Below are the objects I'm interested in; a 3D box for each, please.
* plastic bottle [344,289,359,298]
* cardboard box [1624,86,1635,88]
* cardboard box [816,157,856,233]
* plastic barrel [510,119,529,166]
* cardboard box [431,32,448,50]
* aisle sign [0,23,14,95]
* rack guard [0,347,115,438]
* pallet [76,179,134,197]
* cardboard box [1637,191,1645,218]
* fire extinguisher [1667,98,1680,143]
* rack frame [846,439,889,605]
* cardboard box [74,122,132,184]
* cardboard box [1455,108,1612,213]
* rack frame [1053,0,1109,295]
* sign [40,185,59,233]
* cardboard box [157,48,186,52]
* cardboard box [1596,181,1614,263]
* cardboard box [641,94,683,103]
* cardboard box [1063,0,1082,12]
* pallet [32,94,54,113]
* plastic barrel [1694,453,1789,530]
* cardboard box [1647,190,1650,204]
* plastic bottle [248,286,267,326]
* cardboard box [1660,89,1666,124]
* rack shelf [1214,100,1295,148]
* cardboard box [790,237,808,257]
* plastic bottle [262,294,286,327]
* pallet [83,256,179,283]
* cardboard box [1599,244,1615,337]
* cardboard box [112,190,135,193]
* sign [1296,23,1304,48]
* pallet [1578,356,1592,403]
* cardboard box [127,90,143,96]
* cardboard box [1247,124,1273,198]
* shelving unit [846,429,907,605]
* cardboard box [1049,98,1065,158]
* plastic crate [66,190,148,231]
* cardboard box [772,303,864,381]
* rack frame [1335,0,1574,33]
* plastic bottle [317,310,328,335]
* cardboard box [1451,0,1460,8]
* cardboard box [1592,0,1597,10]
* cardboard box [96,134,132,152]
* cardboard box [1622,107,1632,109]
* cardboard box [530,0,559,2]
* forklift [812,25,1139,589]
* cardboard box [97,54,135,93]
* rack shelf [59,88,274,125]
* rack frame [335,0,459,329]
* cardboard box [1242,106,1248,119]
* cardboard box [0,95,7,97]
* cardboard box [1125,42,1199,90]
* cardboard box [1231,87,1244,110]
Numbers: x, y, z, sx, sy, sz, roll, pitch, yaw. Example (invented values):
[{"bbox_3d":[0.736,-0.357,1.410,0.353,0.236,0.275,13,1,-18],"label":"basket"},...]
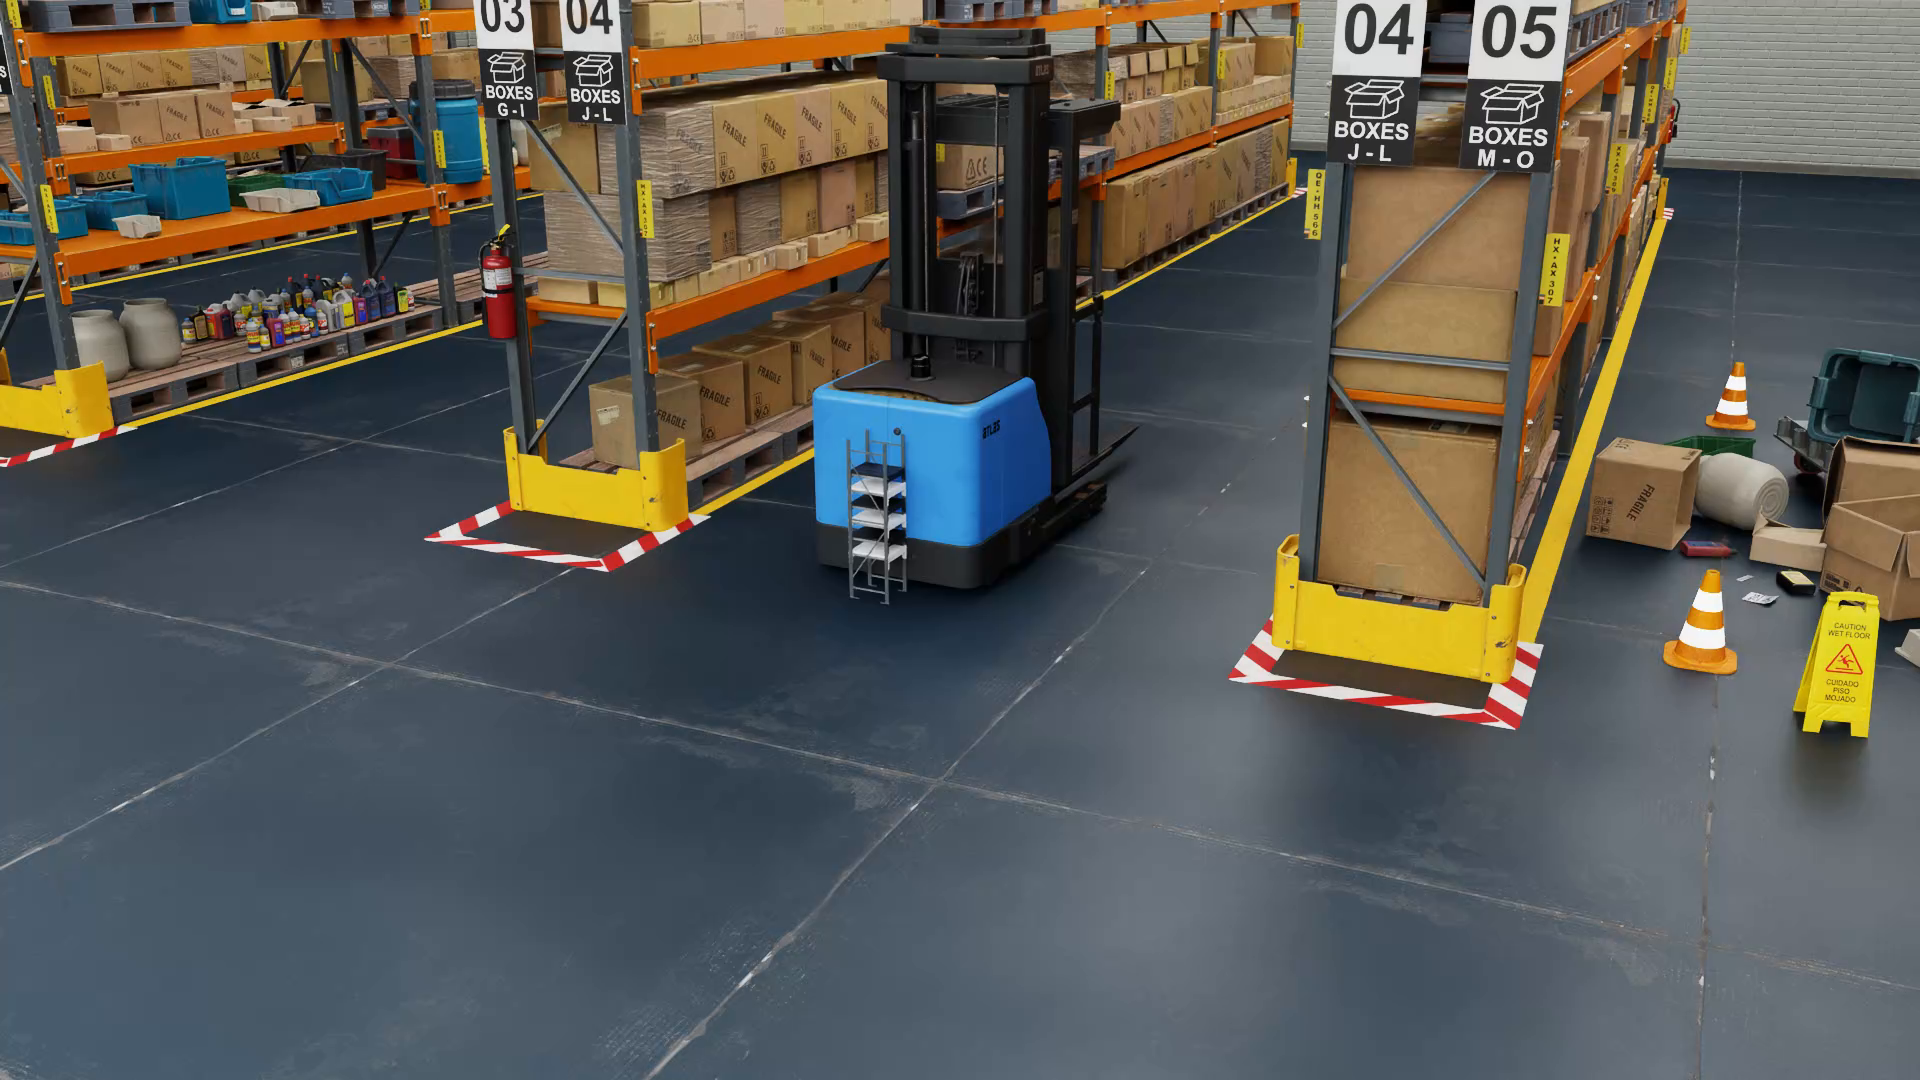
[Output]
[{"bbox_3d":[-5.408,-2.109,14.831,0.152,0.276,0.135,9,21,23],"label":"plastic bottle"},{"bbox_3d":[7.109,-4.732,17.659,0.380,0.149,0.250,10,22,25],"label":"cardboard box"},{"bbox_3d":[-1.255,-2.531,12.017,0.875,0.500,0.500,9,21,23],"label":"cardboard box"},{"bbox_3d":[-4.291,-4.018,16.588,0.433,0.535,0.433,0,20,0],"label":"plastic barrel"},{"bbox_3d":[-9.507,-8.479,28.887,0.980,0.700,0.700,10,22,25],"label":"cardboard box"},{"bbox_3d":[-6.583,-3.407,11.193,0.394,0.787,0.004,9,21,23],"label":"aisle sign"},{"bbox_3d":[-6.833,-1.097,12.306,1.175,0.500,0.348,9,21,23],"label":"rack guard"},{"bbox_3d":[-12.192,-4.966,23.619,1.003,0.211,1.213,9,21,23],"label":"pallet"},{"bbox_3d":[6.798,-3.478,17.256,0.500,0.250,0.500,10,22,25],"label":"cardboard box"},{"bbox_3d":[9.257,-5.546,21.759,0.296,0.674,0.183,9,21,23],"label":"fire extinguisher"},{"bbox_3d":[-0.492,-0.093,8.887,0.240,0.900,0.006,9,22,25],"label":"rack frame"},{"bbox_3d":[-12.162,-5.441,23.374,0.750,0.750,0.750,8,21,22],"label":"cardboard box"},{"bbox_3d":[3.518,-2.364,10.303,0.875,0.550,0.550,9,21,23],"label":"cardboard box"},{"bbox_3d":[0.974,-4.011,16.770,1.000,3.000,0.127,9,21,23],"label":"rack frame"},{"bbox_3d":[-6.321,-2.298,11.542,0.100,0.325,0.005,9,21,23],"label":"sign"},{"bbox_3d":[-11.538,-7.178,23.933,0.500,0.250,0.500,8,21,22],"label":"cardboard box"},{"bbox_3d":[4.280,-2.247,11.662,0.500,0.500,0.500,9,21,23],"label":"cardboard box"},{"bbox_3d":[-2.103,-2.579,10.659,0.500,0.500,0.500,9,21,23],"label":"cardboard box"},{"bbox_3d":[0.812,-5.021,15.357,0.500,0.250,0.500,8,21,23],"label":"cardboard box"},{"bbox_3d":[-12.778,-5.727,21.881,1.213,0.211,1.003,9,21,23],"label":"pallet"},{"bbox_3d":[4.754,-0.305,10.195,0.421,0.421,0.512,-9,22,-24],"label":"plastic barrel"},{"bbox_3d":[7.916,-4.043,19.602,0.380,0.149,0.250,9,21,24],"label":"cardboard box"},{"bbox_3d":[-6.143,-2.049,14.551,0.144,0.351,0.185,8,21,22],"label":"plastic bottle"},{"bbox_3d":[7.724,-4.978,18.897,0.500,0.500,0.500,9,21,23],"label":"cardboard box"},{"bbox_3d":[3.431,-5.506,22.047,1.077,0.370,4.000,9,21,23],"label":"rack shelf"},{"bbox_3d":[-1.284,-2.041,11.606,0.380,0.149,0.250,9,21,23],"label":"cardboard box"},{"bbox_3d":[-5.998,-2.001,14.528,0.152,0.276,0.135,9,21,23],"label":"plastic bottle"},{"bbox_3d":[-9.434,-3.065,18.272,1.003,0.211,1.213,9,21,23],"label":"pallet"},{"bbox_3d":[5.126,-2.263,14.587,1.050,0.750,0.750,8,21,22],"label":"cardboard box"},{"bbox_3d":[-9.382,-3.790,18.789,0.500,0.311,0.500,8,21,23],"label":"cardboard box"},{"bbox_3d":[4.739,-7.035,23.191,0.100,0.325,0.005,9,21,23],"label":"sign"},{"bbox_3d":[4.565,-1.383,13.543,1.003,0.211,1.213,9,21,23],"label":"pallet"},{"bbox_3d":[-11.851,-6.329,23.634,0.380,0.149,0.250,9,21,24],"label":"cardboard box"},{"bbox_3d":[3.688,-5.168,22.569,0.875,0.875,0.875,9,21,23],"label":"cardboard box"},{"bbox_3d":[-0.447,-0.124,8.973,0.258,0.900,0.210,9,22,25],"label":"shelving unit"},{"bbox_3d":[0.652,-3.901,15.684,0.700,0.500,0.500,12,23,31],"label":"cardboard box"},{"bbox_3d":[-6.618,-2.566,12.930,0.499,0.251,0.408,9,21,23],"label":"plastic crate"},{"bbox_3d":[-1.092,-1.515,12.856,0.500,0.500,0.500,17,26,40],"label":"cardboard box"},{"bbox_3d":[2.181,-3.680,6.887,1.000,3.000,0.127,9,21,23],"label":"rack frame"},{"bbox_3d":[-5.488,-1.873,14.280,0.097,0.201,0.097,0,20,0],"label":"plastic bottle"},{"bbox_3d":[2.321,-2.774,8.416,0.380,0.149,0.250,9,21,23],"label":"cardboard box"},{"bbox_3d":[2.924,-2.686,8.168,0.380,0.149,0.250,9,21,23],"label":"cardboard box"},{"bbox_3d":[-9.151,-4.273,17.881,0.380,0.149,0.250,9,21,23],"label":"cardboard box"},{"bbox_3d":[6.035,-3.931,15.405,0.380,0.149,0.250,8,21,22],"label":"cardboard box"},{"bbox_3d":[-2.473,-3.223,9.708,0.380,0.149,0.250,9,21,23],"label":"cardboard box"},{"bbox_3d":[0.277,-1.569,10.008,1.130,2.935,3.031,9,22,25],"label":"forklift"},{"bbox_3d":[-11.928,-6.518,23.198,0.500,0.500,0.500,9,22,24],"label":"cardboard box"},{"bbox_3d":[-11.764,-6.322,24.343,1.077,0.370,4.000,9,21,23],"label":"rack shelf"},{"bbox_3d":[-5.183,-3.467,15.242,1.000,3.000,0.127,9,21,23],"label":"rack frame"},{"bbox_3d":[3.462,-5.480,21.275,0.380,0.149,0.250,8,21,22],"label":"cardboard box"},{"bbox_3d":[-9.876,-4.670,16.539,0.700,0.500,0.500,9,21,23],"label":"cardboard box"},{"bbox_3d":[2.358,-5.557,19.471,0.797,0.503,0.637,8,21,21],"label":"cardboard box"},{"bbox_3d":[3.251,-5.562,20.911,0.500,0.250,0.500,8,21,22],"label":"cardboard box"}]
